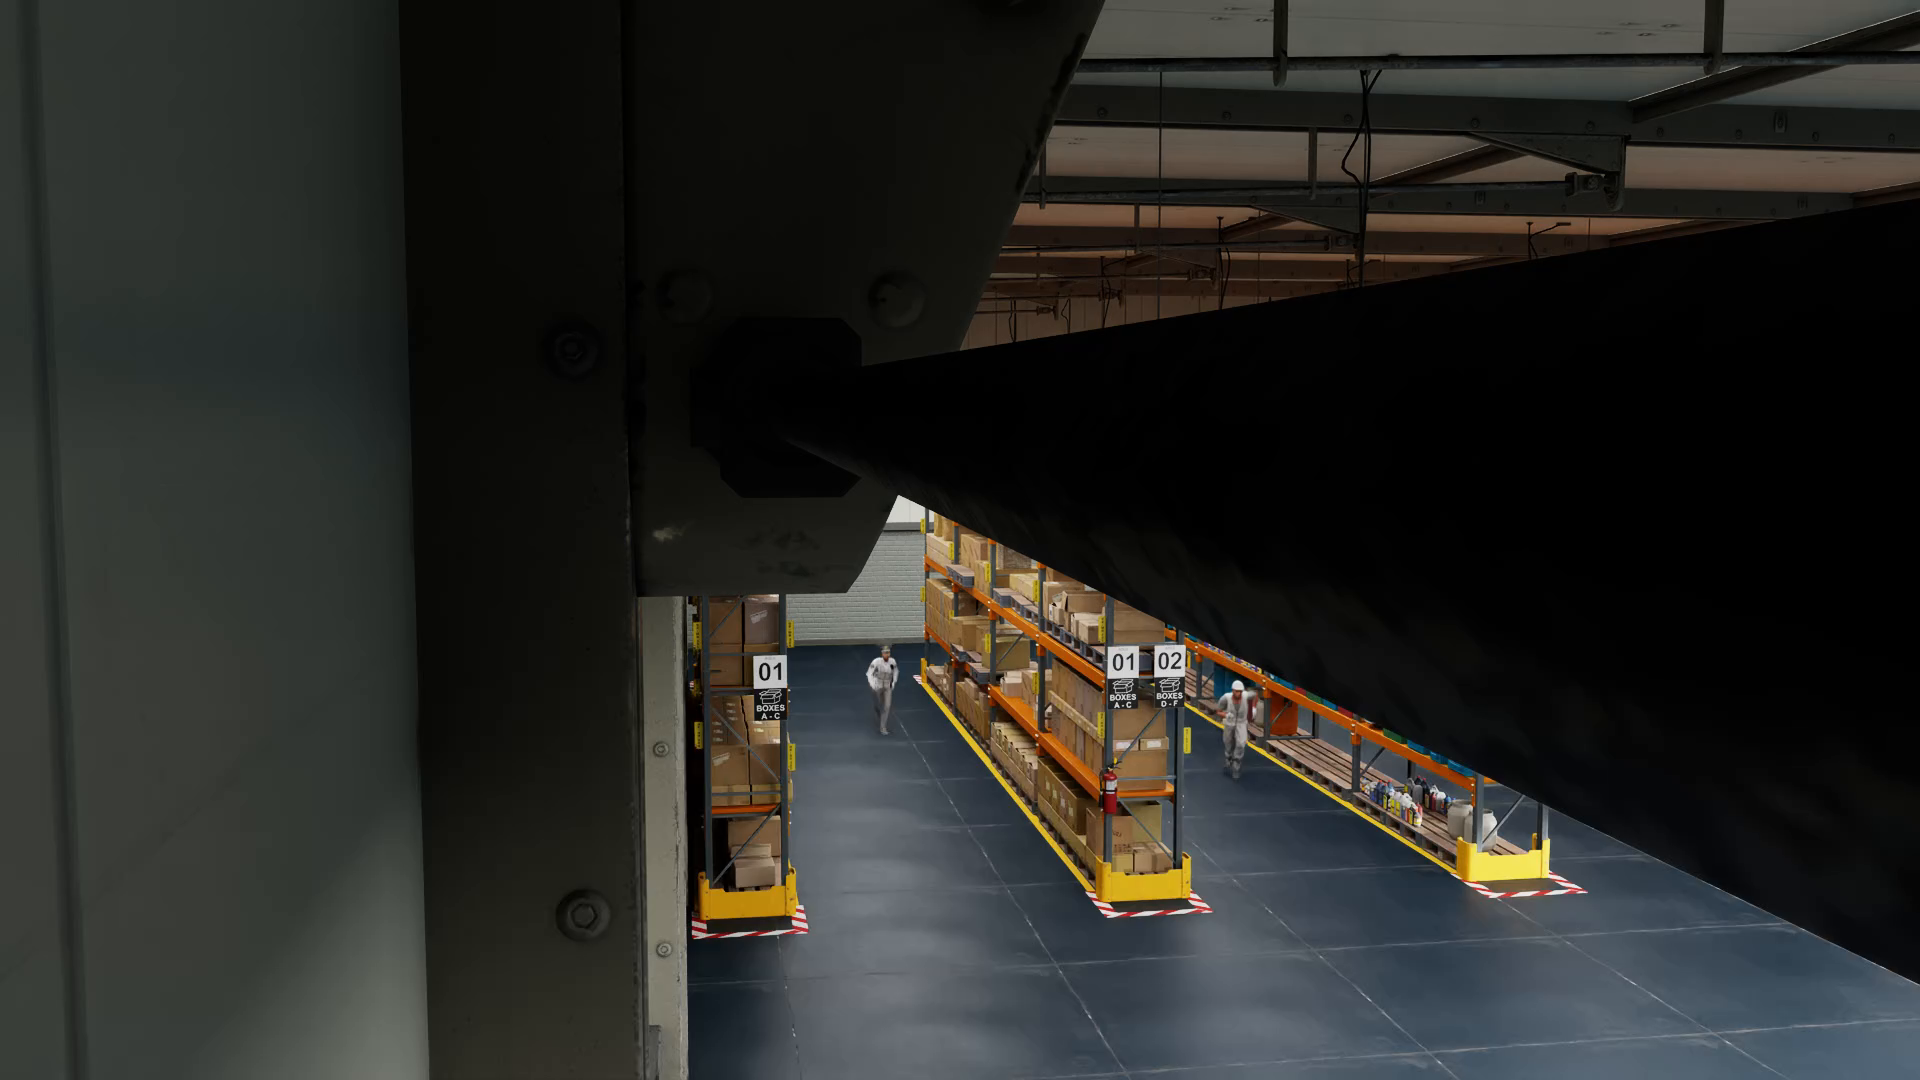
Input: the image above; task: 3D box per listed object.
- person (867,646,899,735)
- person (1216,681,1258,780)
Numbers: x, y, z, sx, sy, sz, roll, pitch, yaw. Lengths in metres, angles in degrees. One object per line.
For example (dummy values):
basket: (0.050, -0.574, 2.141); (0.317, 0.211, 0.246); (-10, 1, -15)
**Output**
person: (-1.452, 2.784, 31.279); (0.624, 1.679, 0.871); (-1, 5, -12)
person: (4.559, 3.107, 27.453); (0.704, 1.695, 0.993); (0, 5, 2)
